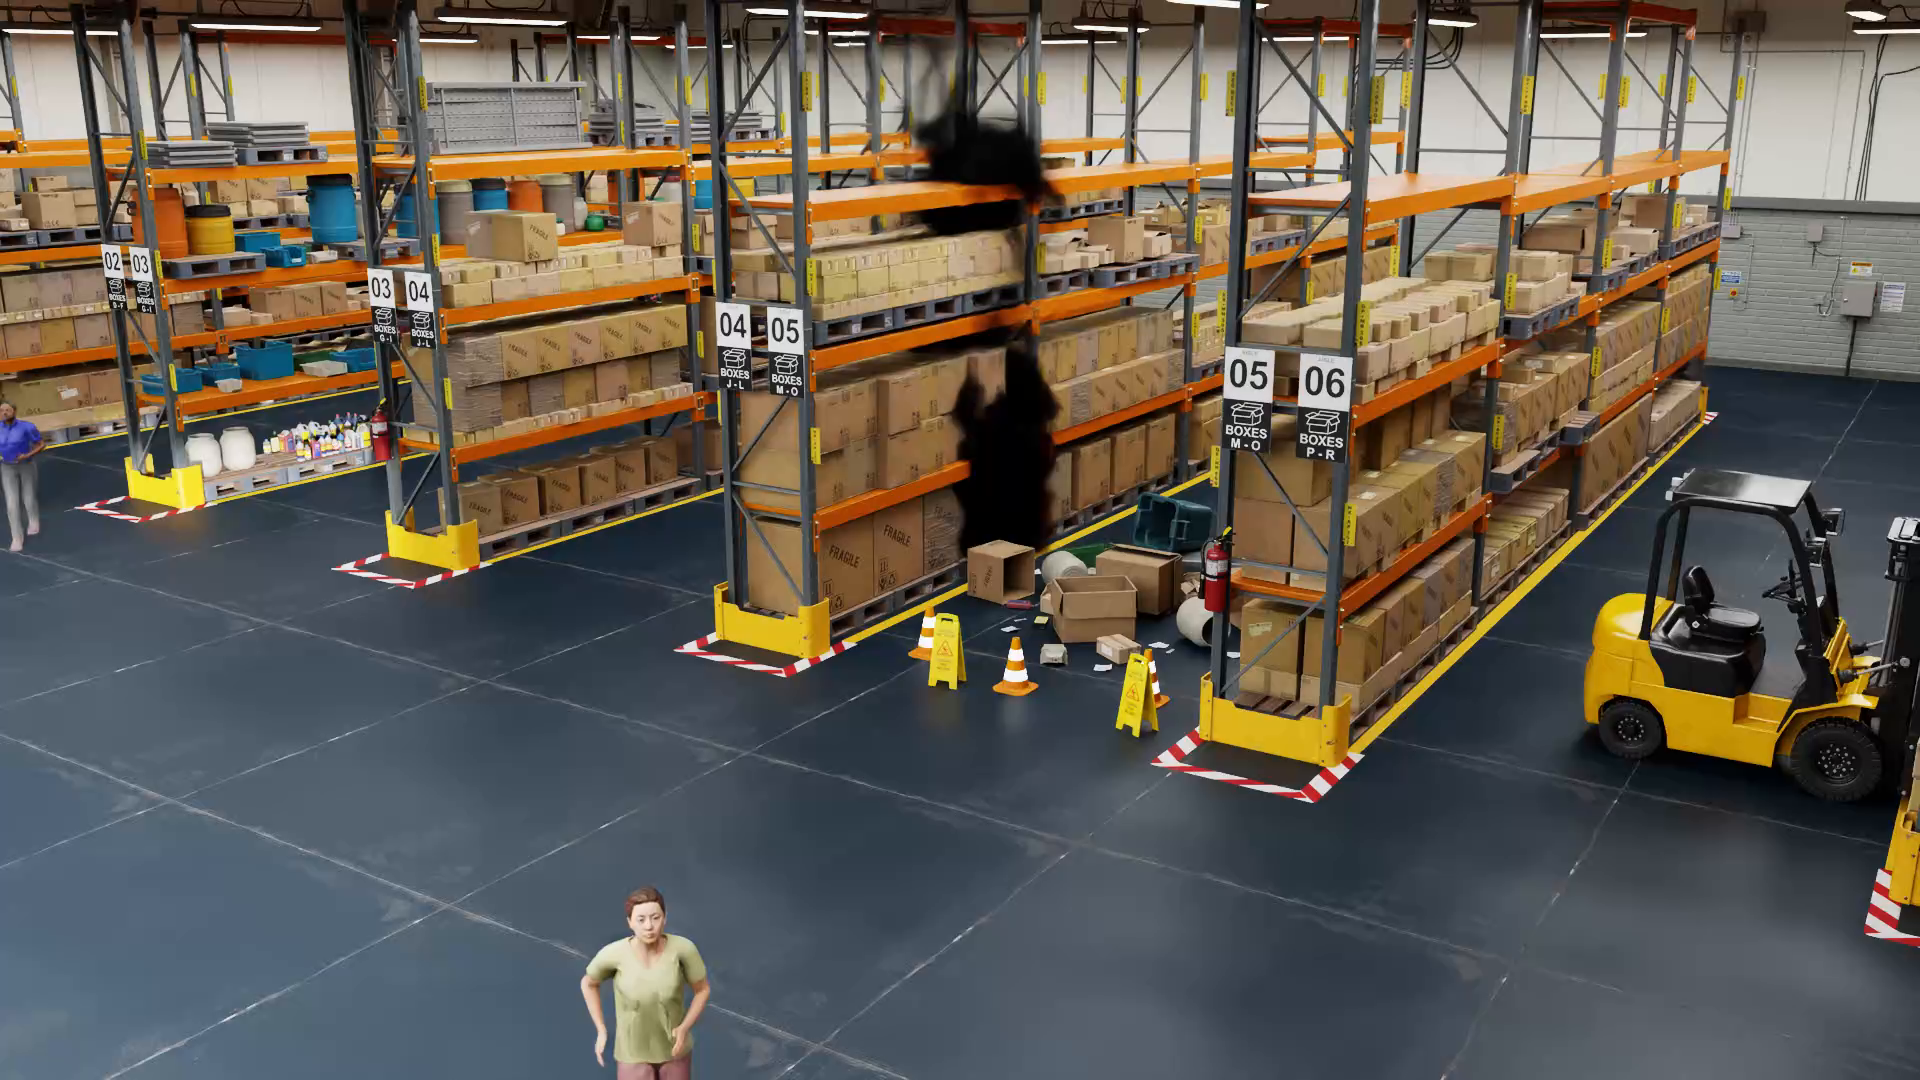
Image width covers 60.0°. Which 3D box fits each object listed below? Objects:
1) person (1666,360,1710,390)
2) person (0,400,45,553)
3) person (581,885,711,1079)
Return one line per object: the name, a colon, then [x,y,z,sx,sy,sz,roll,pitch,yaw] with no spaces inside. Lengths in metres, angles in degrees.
person: [11.788,-3.027,27.046,0.794,1.655,0.720,11,19,34]
person: [-10.678,-0.767,18.925,0.581,1.701,0.810,-5,16,-19]
person: [-1.418,2.370,7.670,0.575,1.627,0.540,-5,16,-17]
